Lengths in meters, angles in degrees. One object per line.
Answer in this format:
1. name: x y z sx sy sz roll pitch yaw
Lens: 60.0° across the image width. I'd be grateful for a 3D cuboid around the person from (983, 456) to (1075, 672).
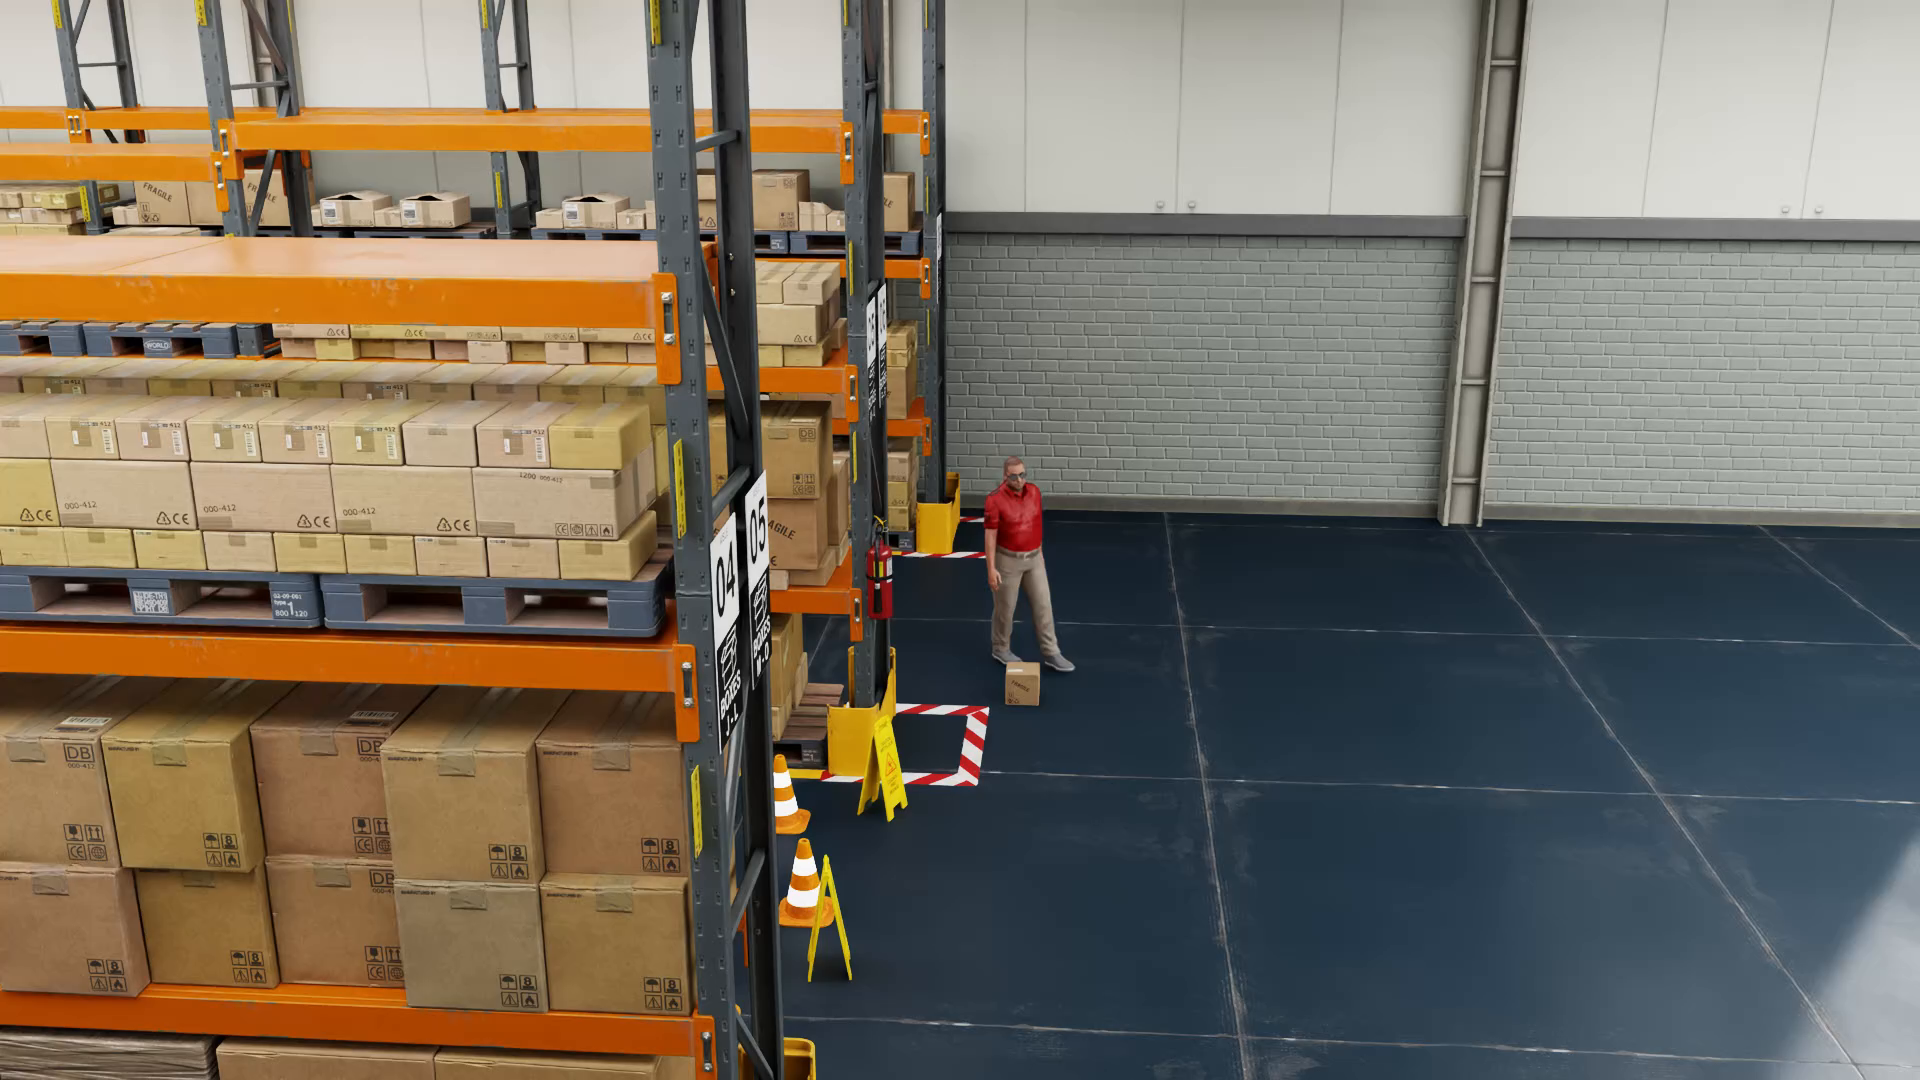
1. person: 0.514 0.204 12.888 0.575 1.708 0.737 -11 20 -30
